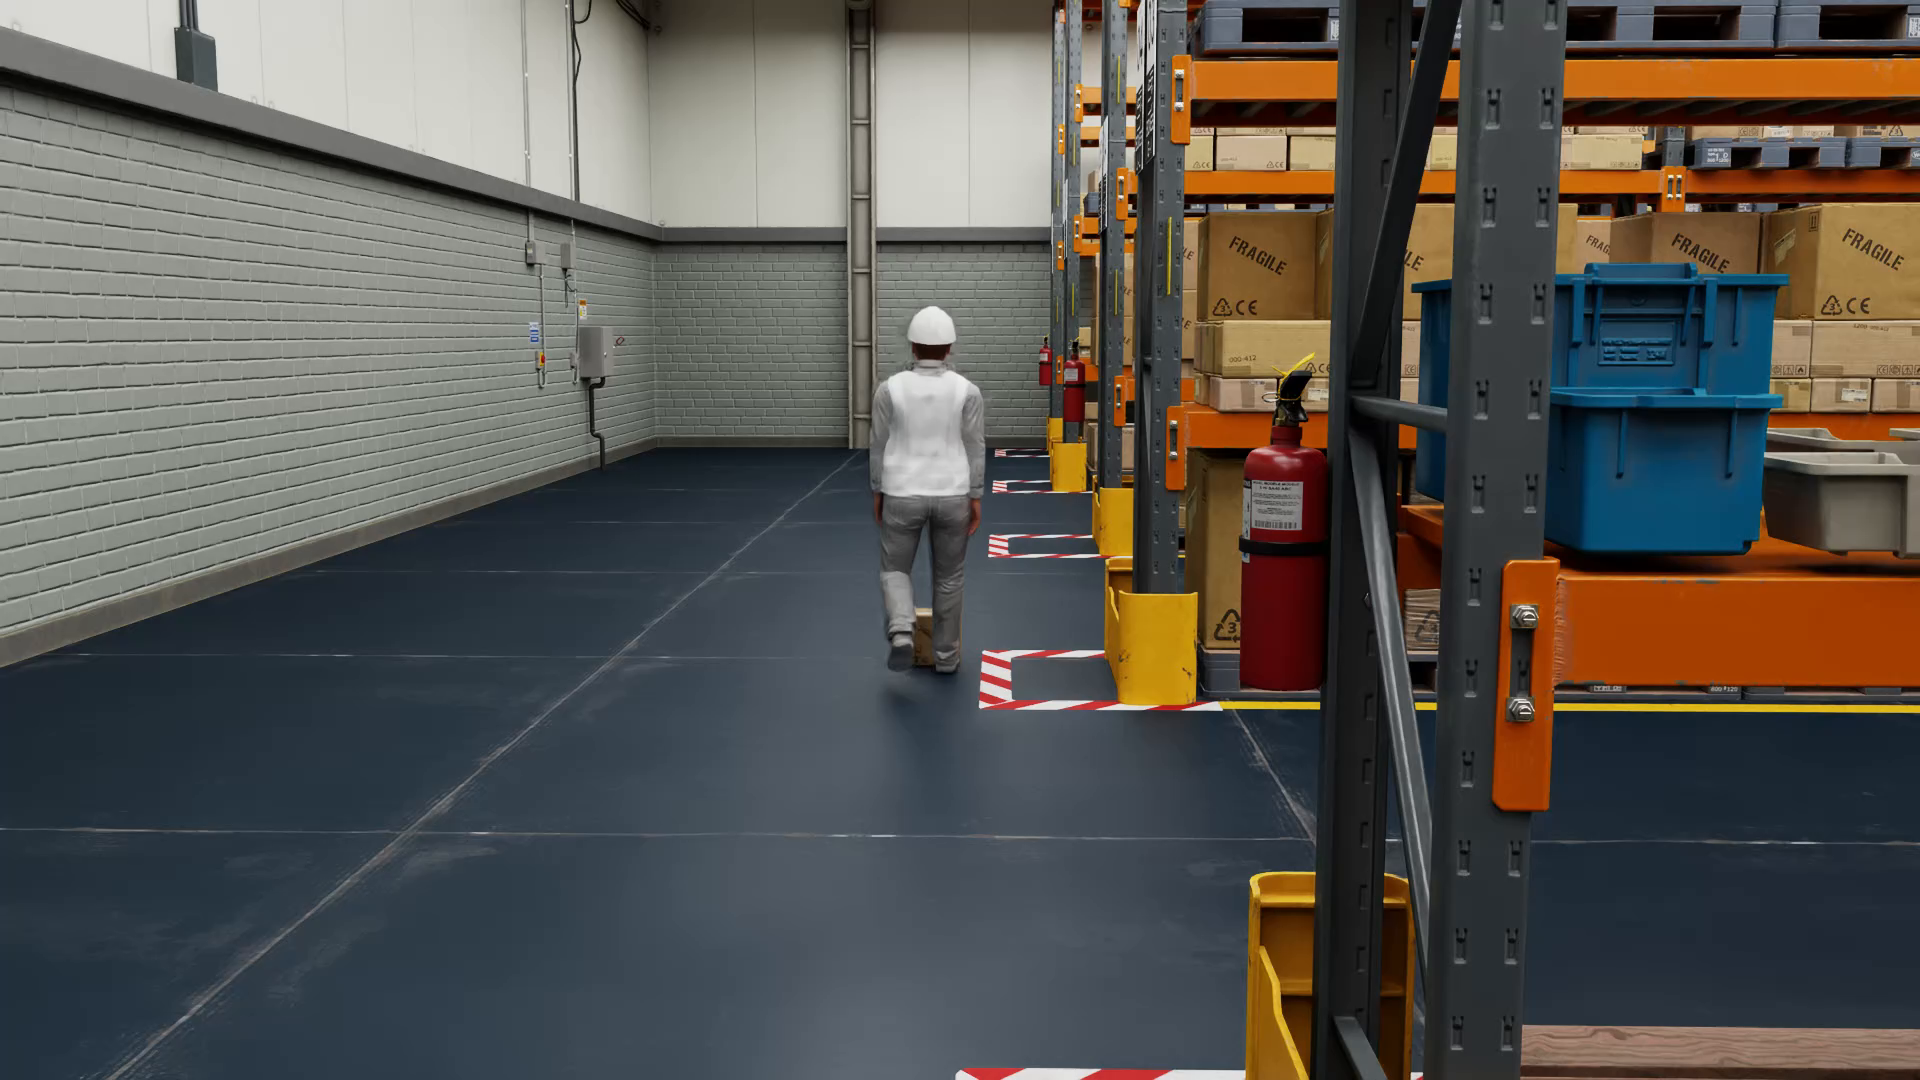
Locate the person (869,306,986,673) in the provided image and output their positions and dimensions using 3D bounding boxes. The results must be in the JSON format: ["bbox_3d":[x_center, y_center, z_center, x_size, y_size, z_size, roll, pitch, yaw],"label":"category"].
[{"bbox_3d":[-0.157,-0.214,7.847,0.546,1.755,0.758,0,7,-3],"label":"person"}]
